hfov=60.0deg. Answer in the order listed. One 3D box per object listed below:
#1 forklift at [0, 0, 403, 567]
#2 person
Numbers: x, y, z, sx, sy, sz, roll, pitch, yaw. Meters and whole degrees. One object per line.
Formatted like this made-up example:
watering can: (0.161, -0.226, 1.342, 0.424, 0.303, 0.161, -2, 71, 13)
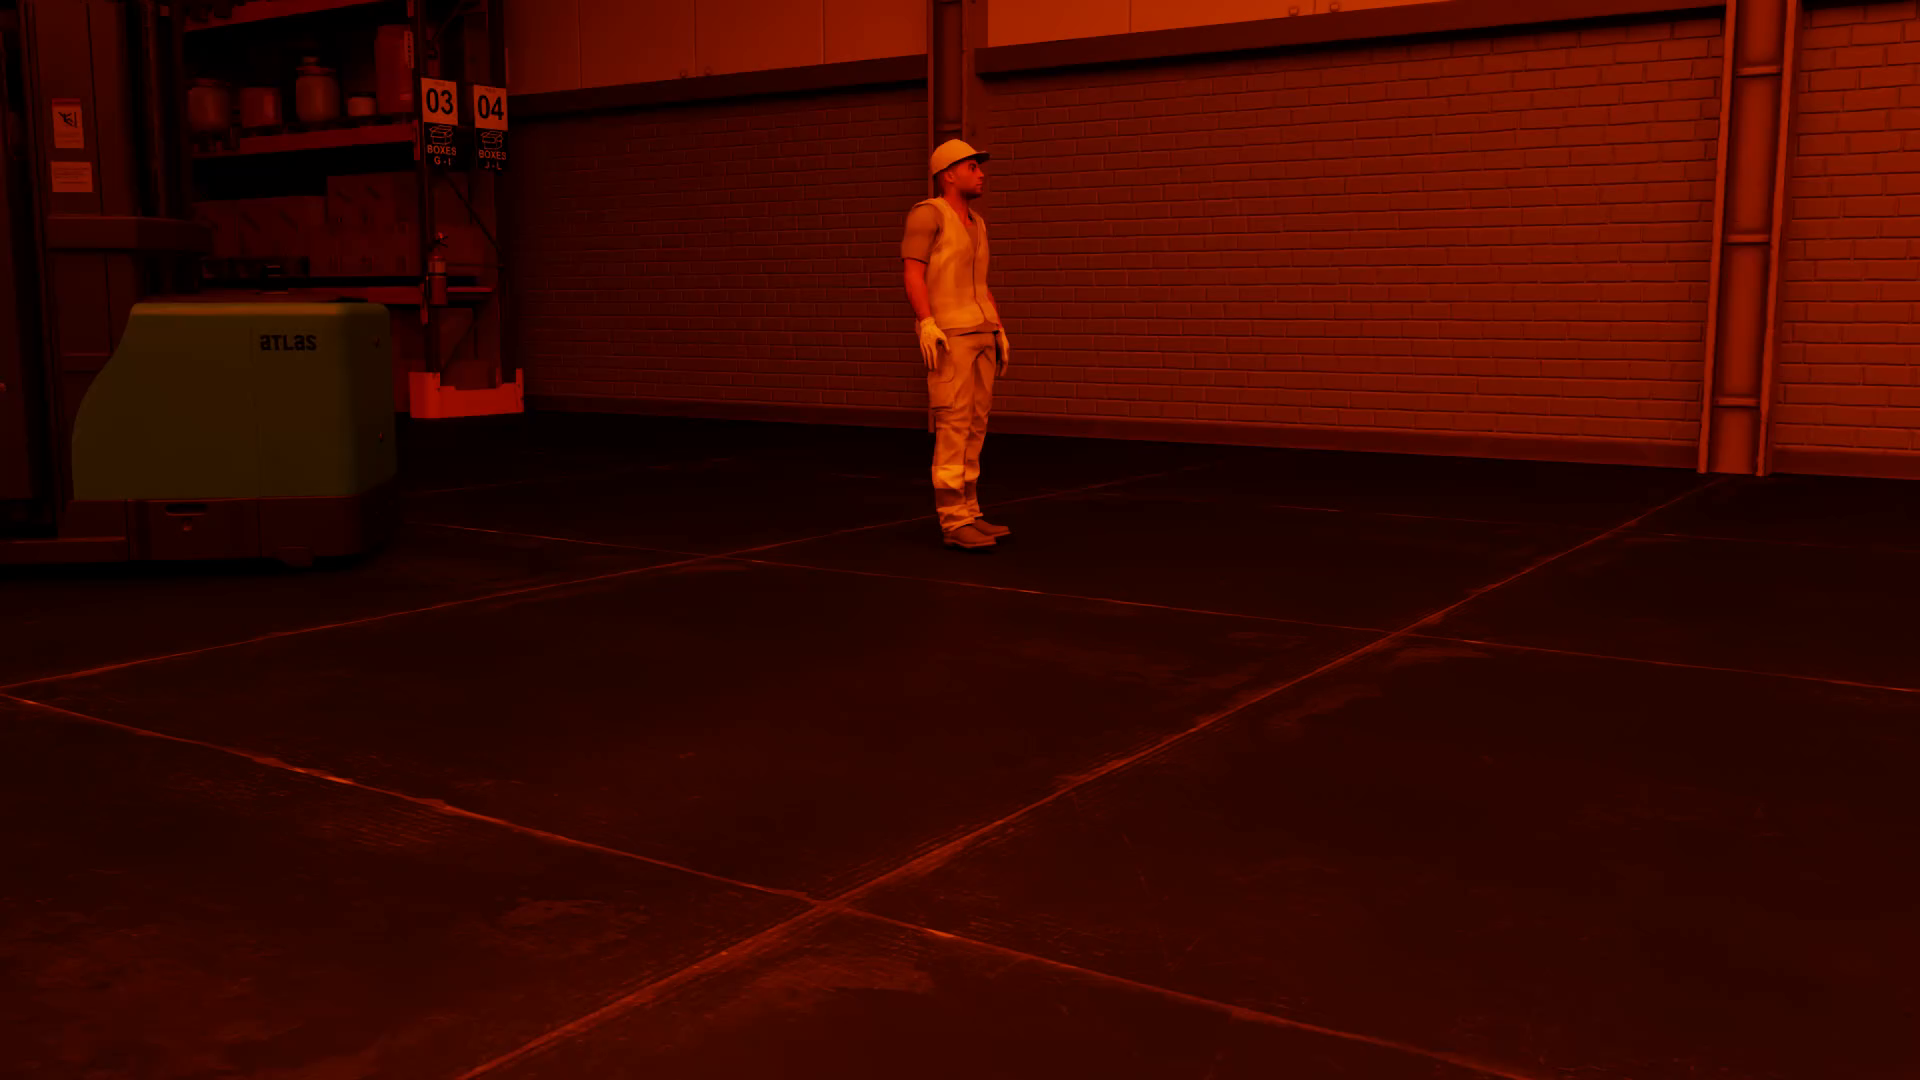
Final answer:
forklift: (-3.975, -1.359, 6.748, 3.031, 2.935, 1.130, -1, 8, -9)
person: (0.059, -0.885, 7.422, 0.564, 1.787, 0.637, 5, 10, 34)
